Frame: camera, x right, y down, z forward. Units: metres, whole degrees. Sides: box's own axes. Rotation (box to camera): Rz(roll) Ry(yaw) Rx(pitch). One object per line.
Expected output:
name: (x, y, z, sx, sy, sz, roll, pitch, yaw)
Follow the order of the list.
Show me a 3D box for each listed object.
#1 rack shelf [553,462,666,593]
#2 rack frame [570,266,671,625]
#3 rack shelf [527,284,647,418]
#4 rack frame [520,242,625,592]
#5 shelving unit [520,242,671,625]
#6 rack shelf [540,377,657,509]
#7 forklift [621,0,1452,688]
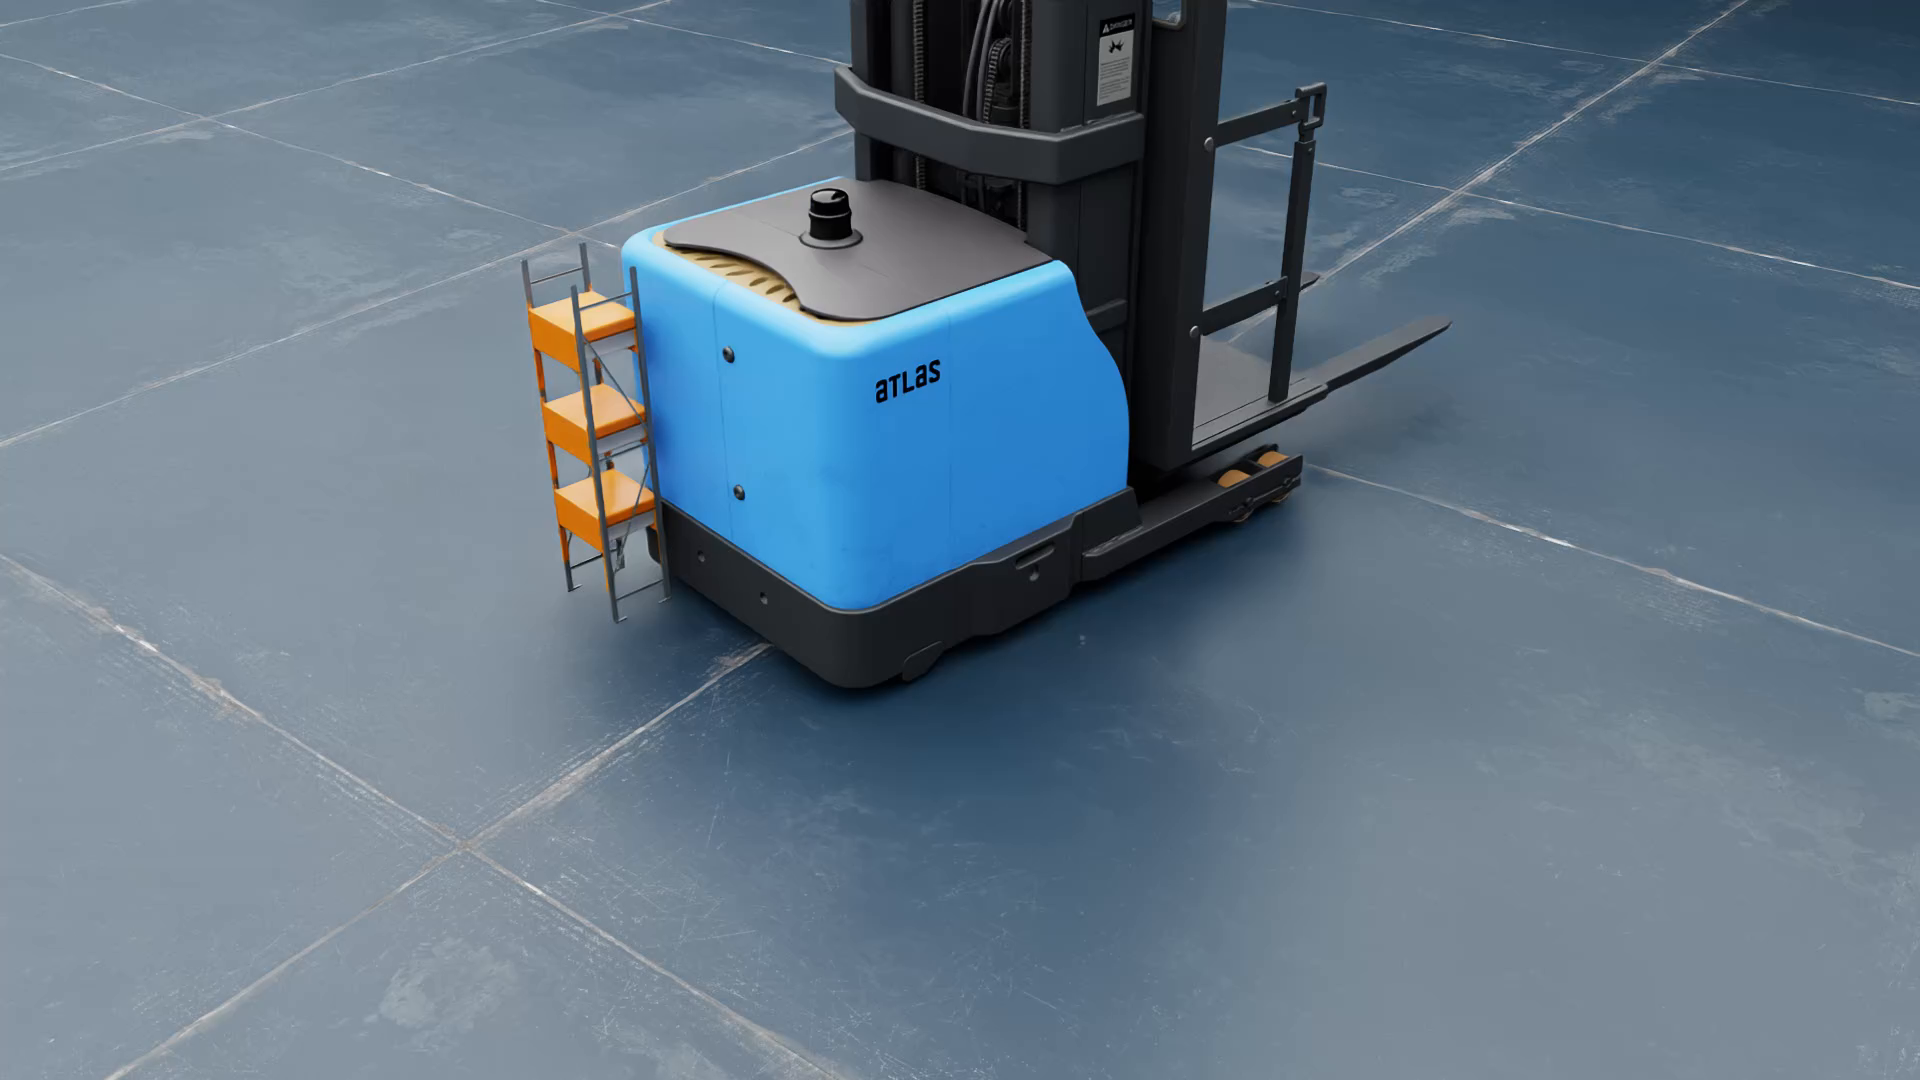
rack shelf: (-1.019, -0.039, 4.851, 0.215, 0.259, 0.240, -26, 39, -36)
rack frame: (-0.935, -0.242, 4.628, 0.200, 1.050, 0.008, -26, 39, -36)
rack shelf: (-1.019, -0.522, 4.564, 0.215, 0.259, 0.240, -26, 39, -36)
rack frame: (-1.103, -0.332, 4.780, 0.200, 1.050, 0.008, -26, 39, -36)
shelving unit: (-1.019, -0.287, 4.704, 0.215, 1.050, 0.252, -26, 39, -36)
rack shelf: (-1.019, -0.278, 4.709, 0.215, 0.259, 0.240, -26, 39, -36)
forklift: (0.485, -1.495, 4.898, 3.031, 2.935, 1.130, -25, 39, -35)
